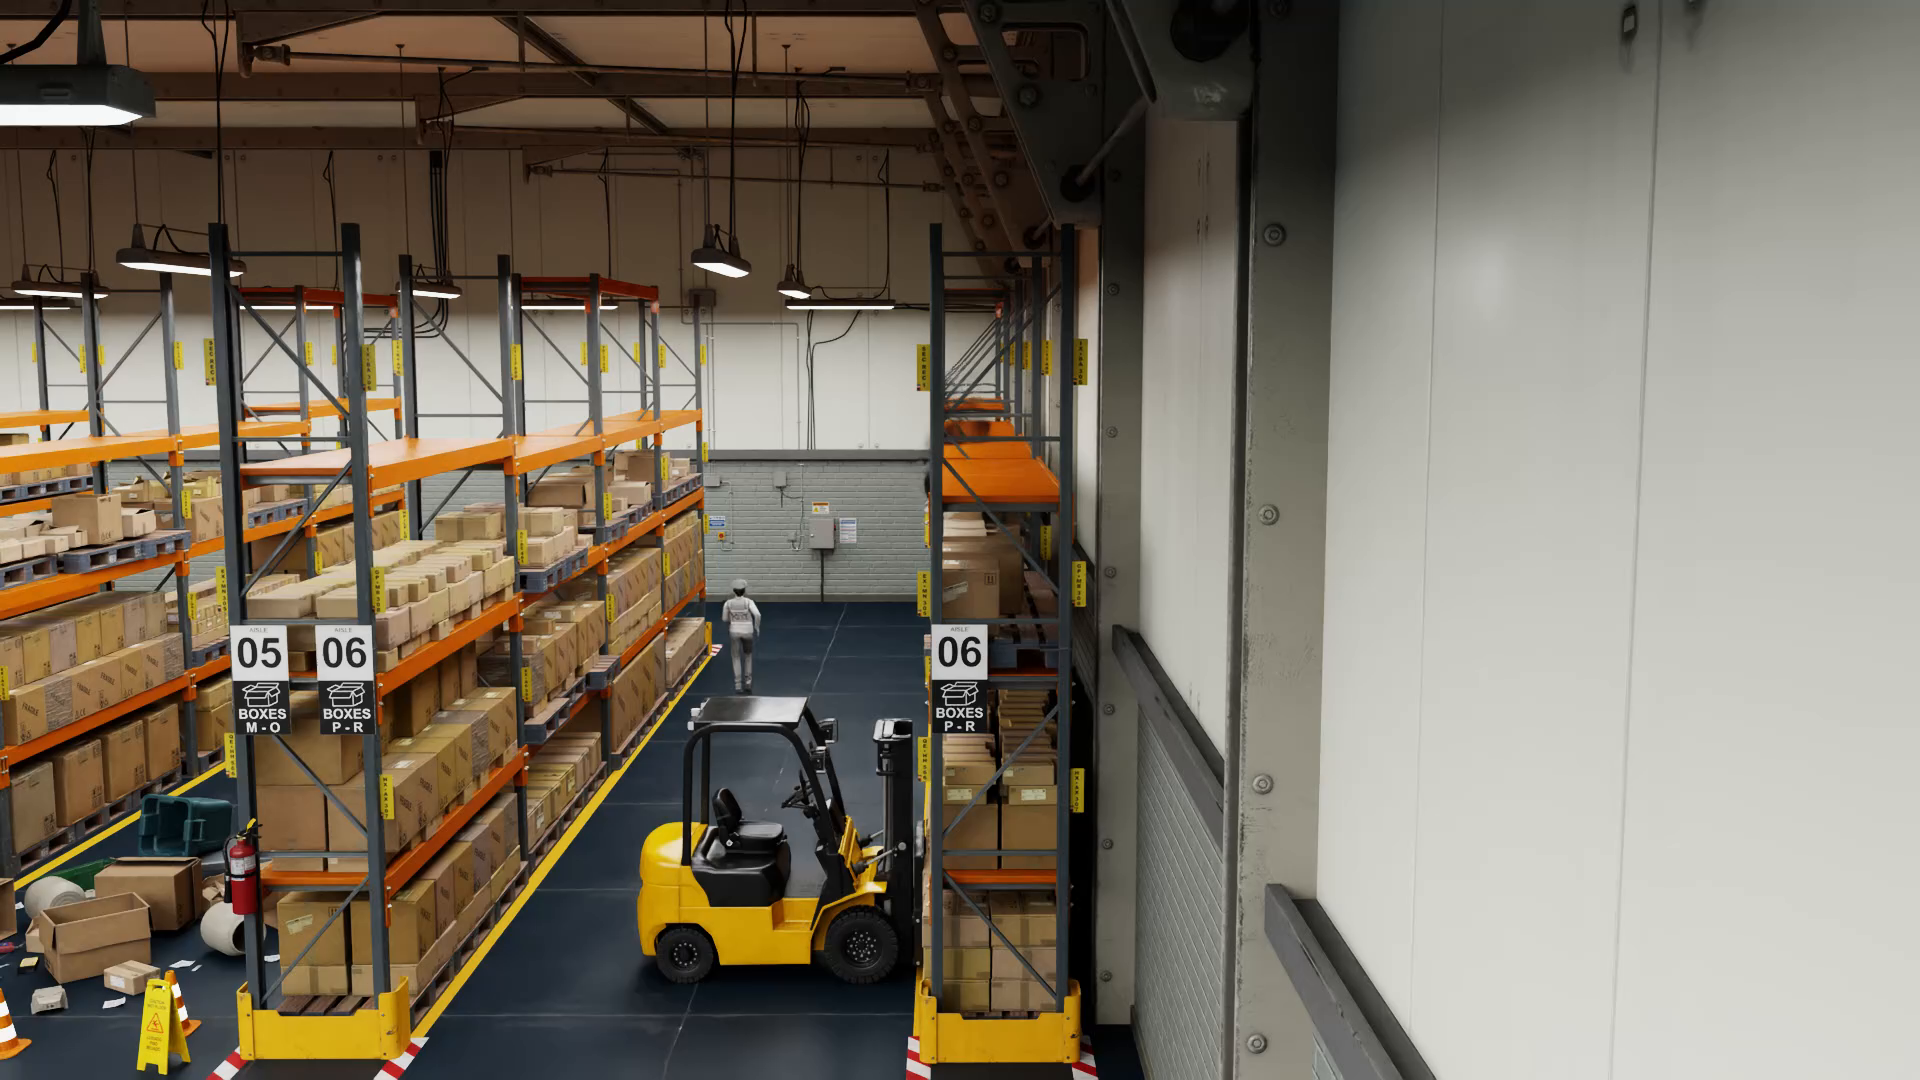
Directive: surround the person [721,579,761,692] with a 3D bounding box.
[{"bbox_3d":[-3.247,1.450,24.701,0.578,1.753,0.747,-1,7,-9],"label":"person"}]
